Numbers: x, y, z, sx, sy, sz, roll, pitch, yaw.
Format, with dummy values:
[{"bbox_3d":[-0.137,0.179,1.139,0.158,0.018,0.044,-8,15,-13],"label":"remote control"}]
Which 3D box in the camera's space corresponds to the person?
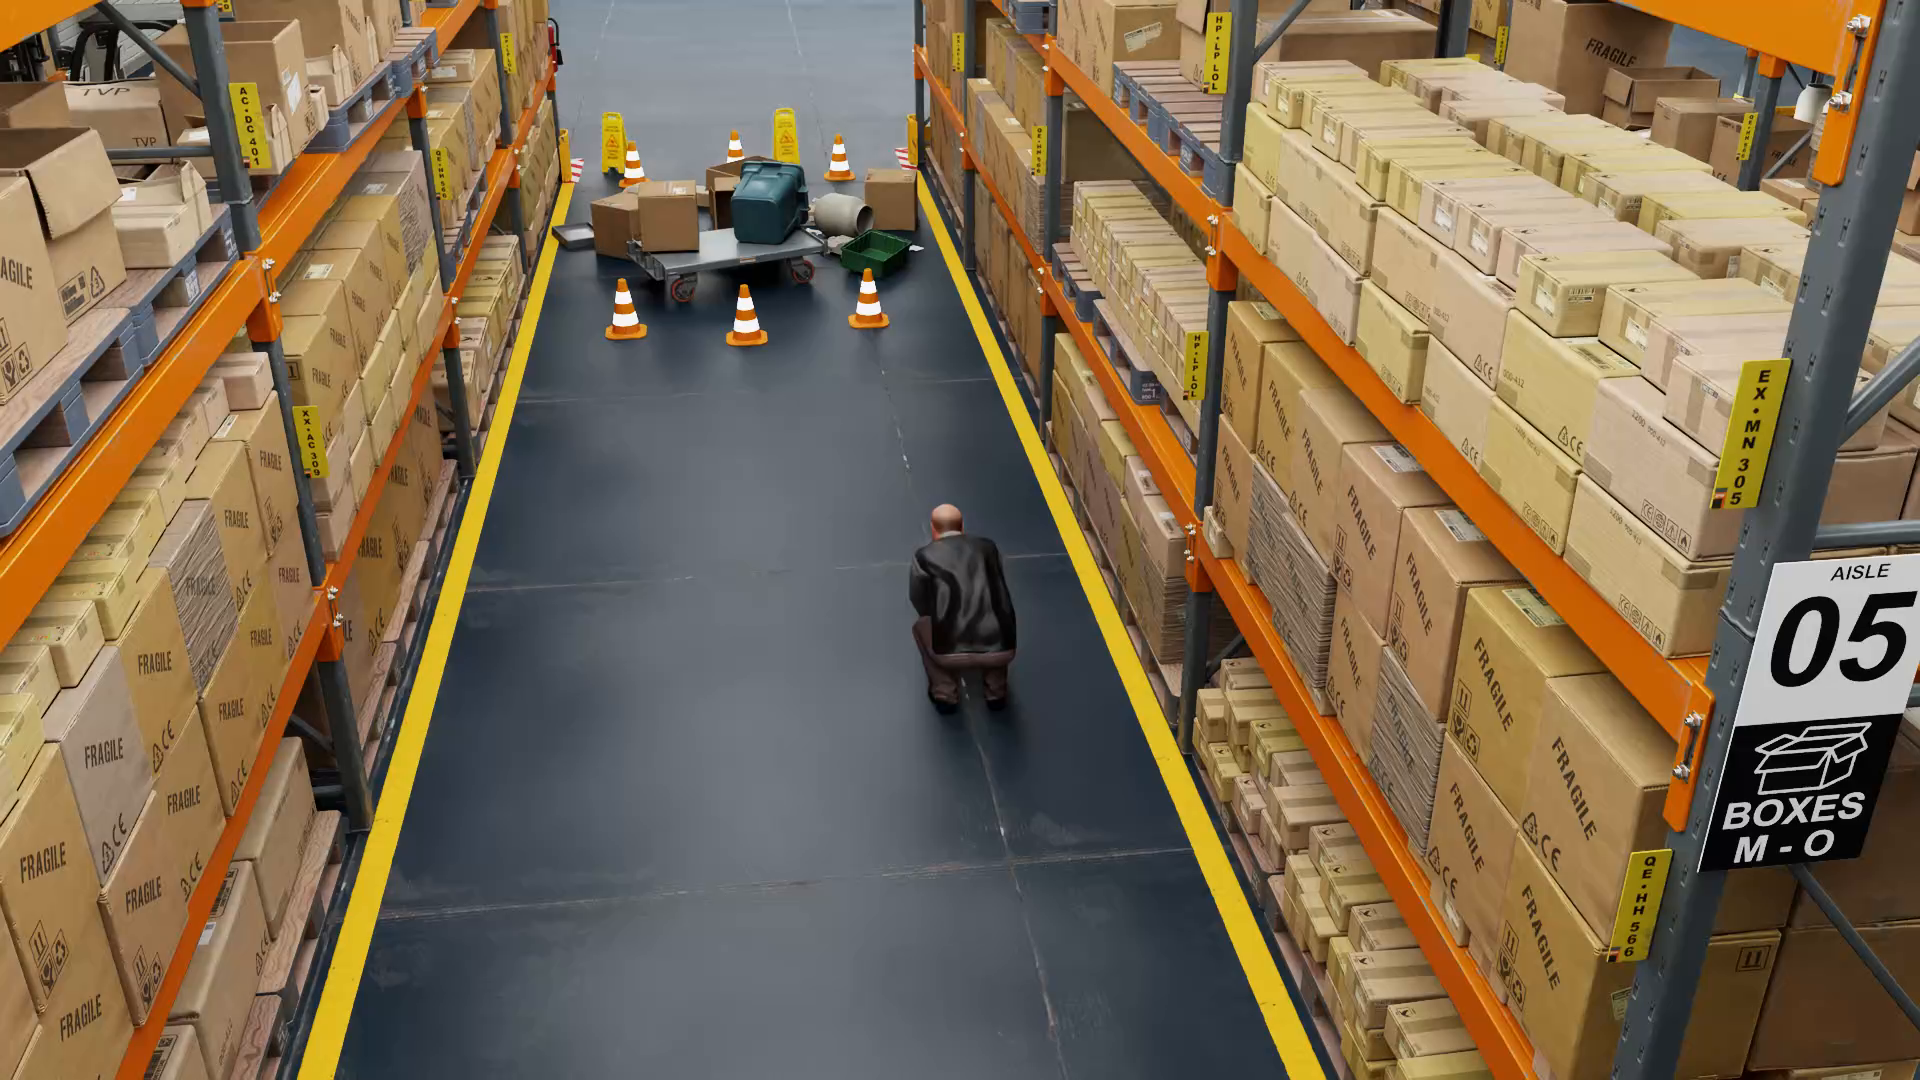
[{"bbox_3d":[0.013,0.363,8.780,0.540,0.963,0.876,-4,27,-7],"label":"person"}]
